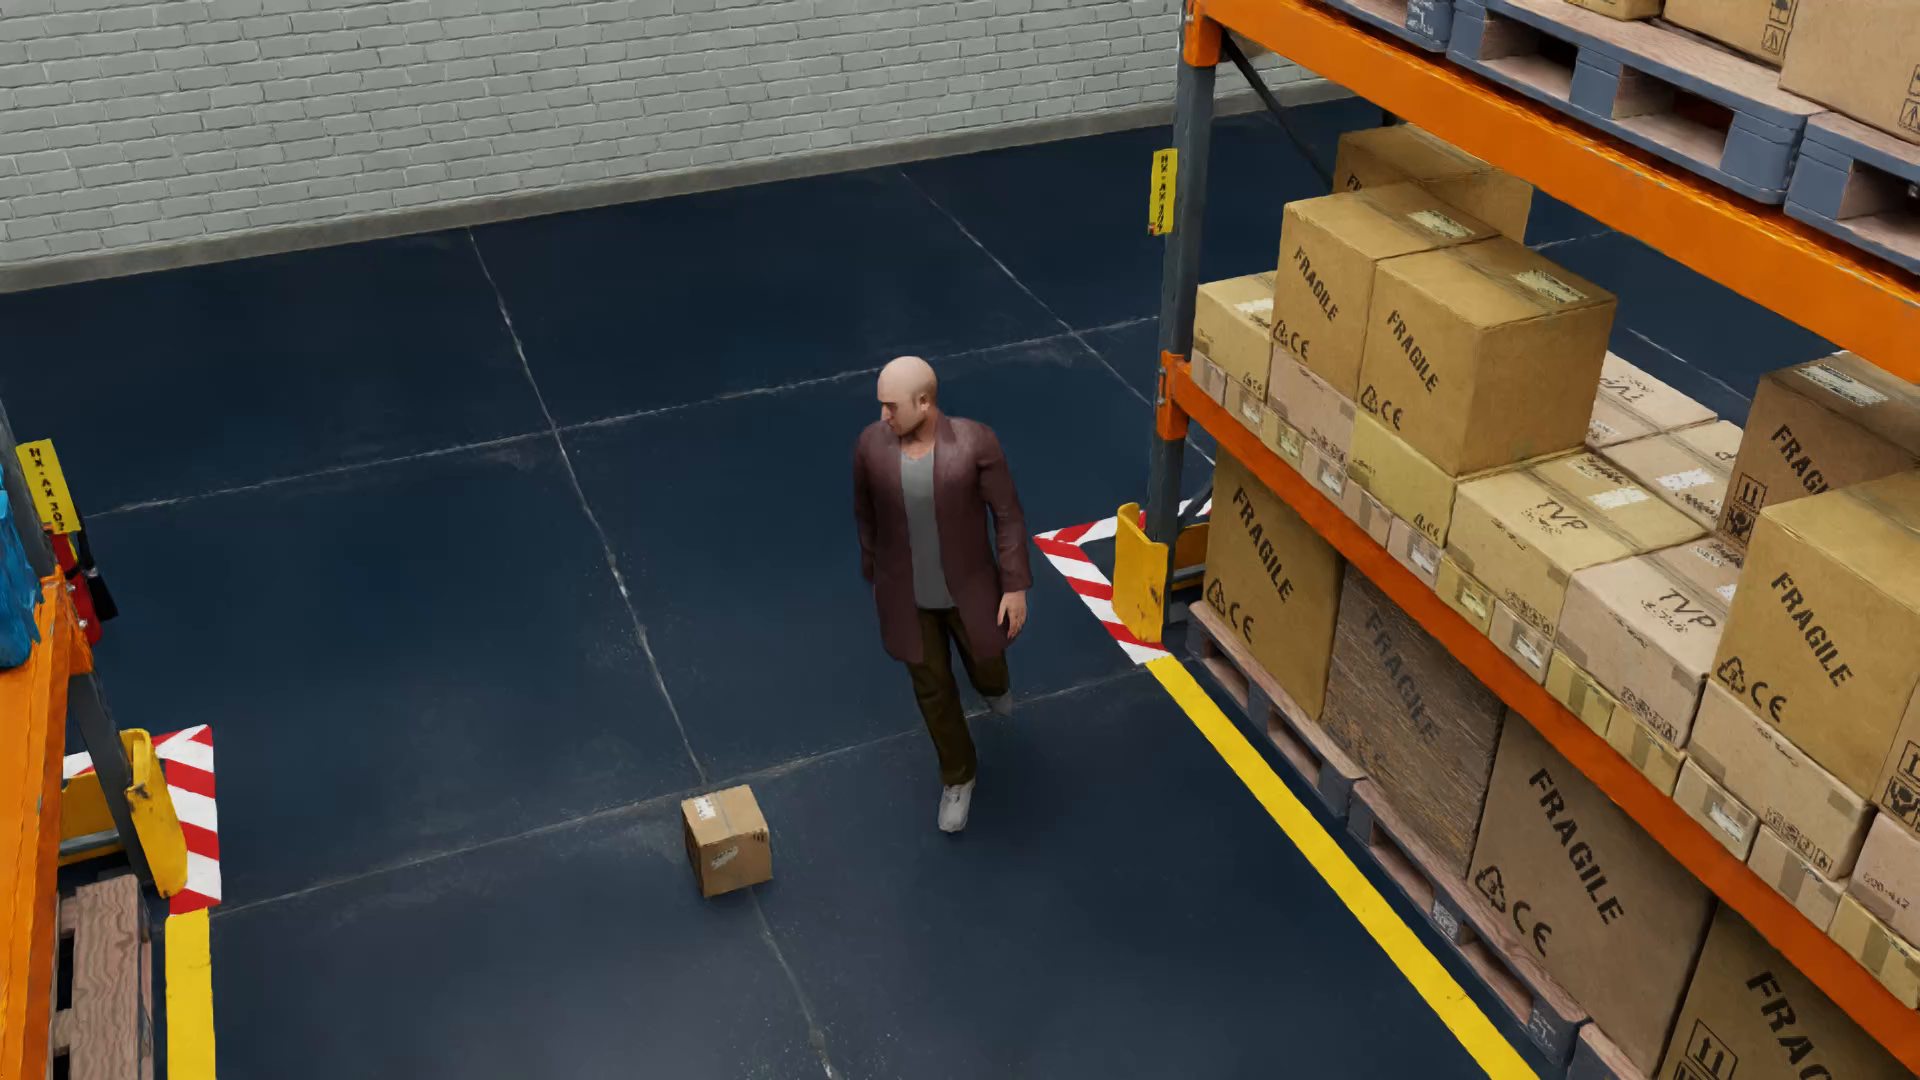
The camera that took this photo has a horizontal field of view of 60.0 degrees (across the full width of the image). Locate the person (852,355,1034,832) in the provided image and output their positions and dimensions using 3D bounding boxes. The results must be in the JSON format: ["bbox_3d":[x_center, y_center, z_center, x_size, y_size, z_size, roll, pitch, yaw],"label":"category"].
[{"bbox_3d":[-0.055,0.134,5.931,0.648,1.755,0.801,3,33,5],"label":"person"}]
